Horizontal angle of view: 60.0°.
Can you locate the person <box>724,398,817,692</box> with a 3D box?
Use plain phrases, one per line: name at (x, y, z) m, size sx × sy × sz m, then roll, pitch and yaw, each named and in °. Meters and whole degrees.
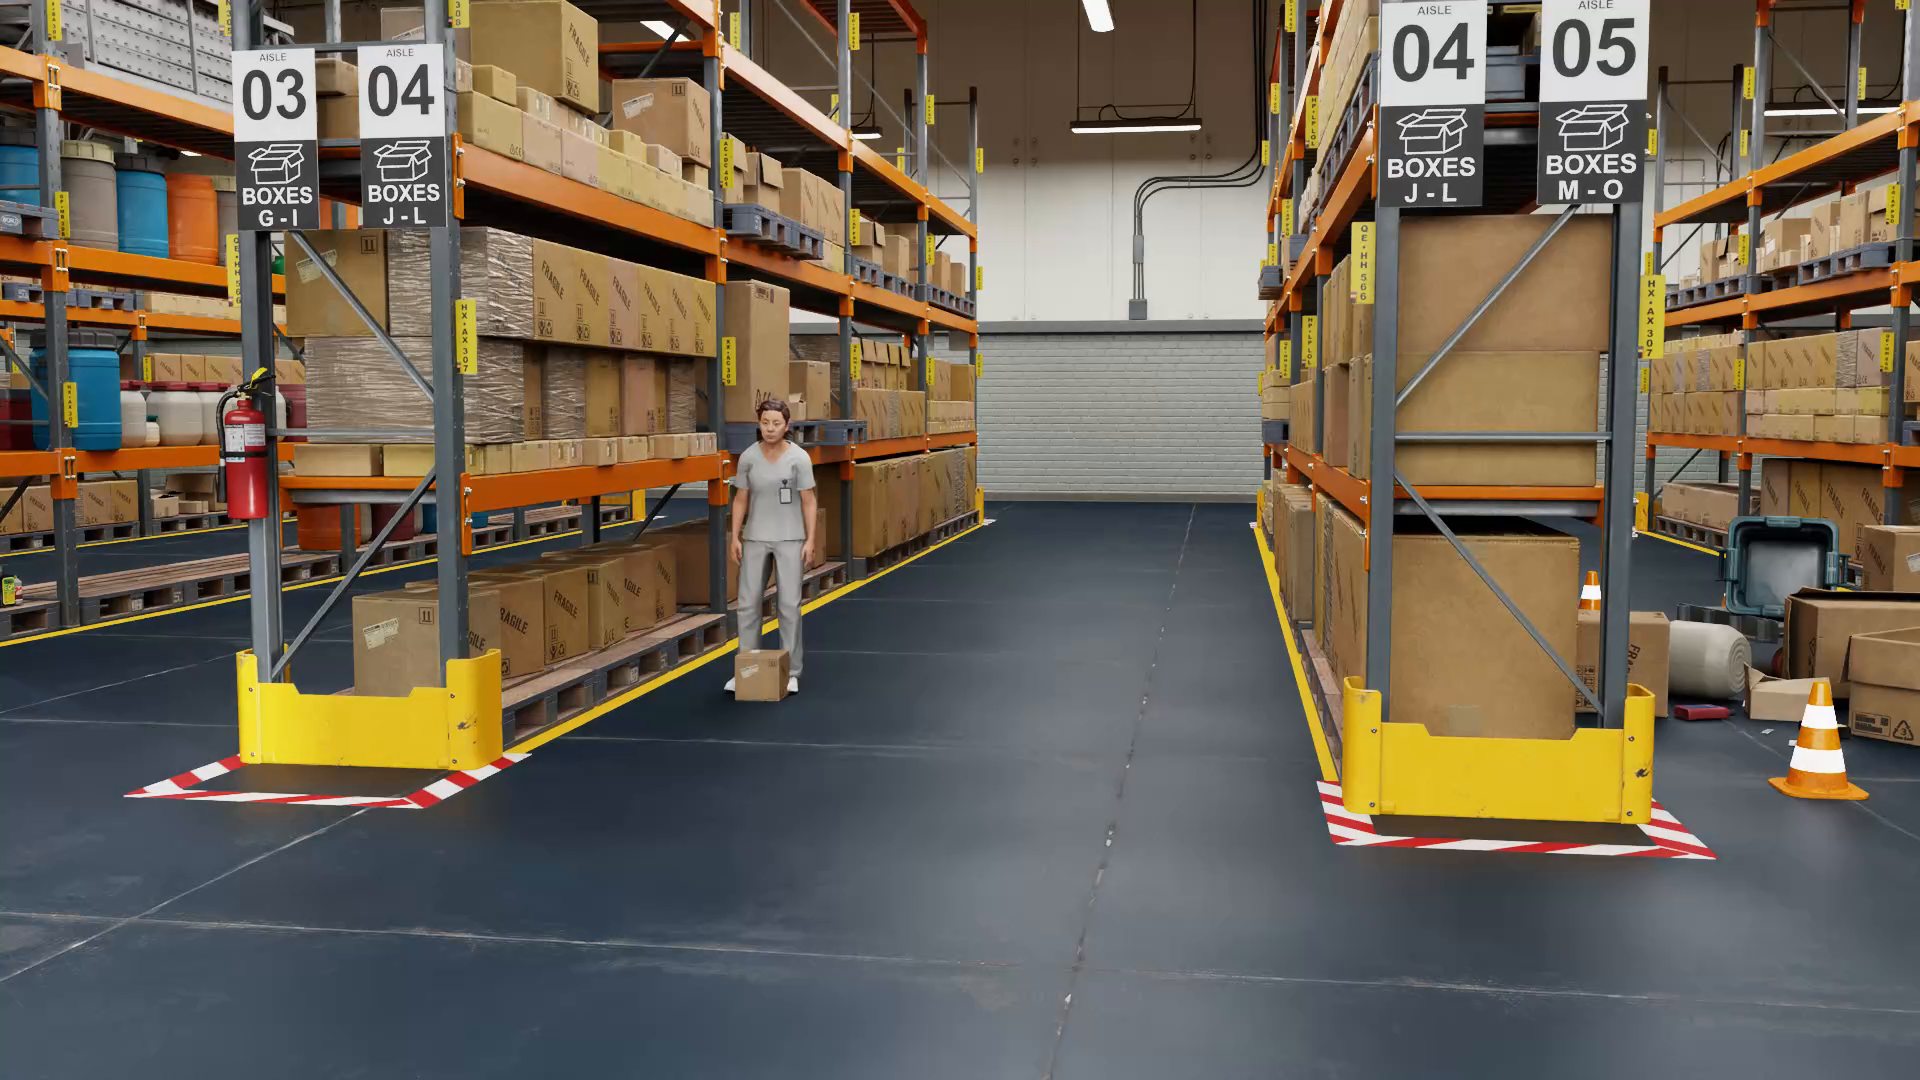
person at (-1.074, 0.029, 9.502) m, size 0.514 × 1.673 × 0.358 m, roll 0°, pitch 5°, yaw 6°
